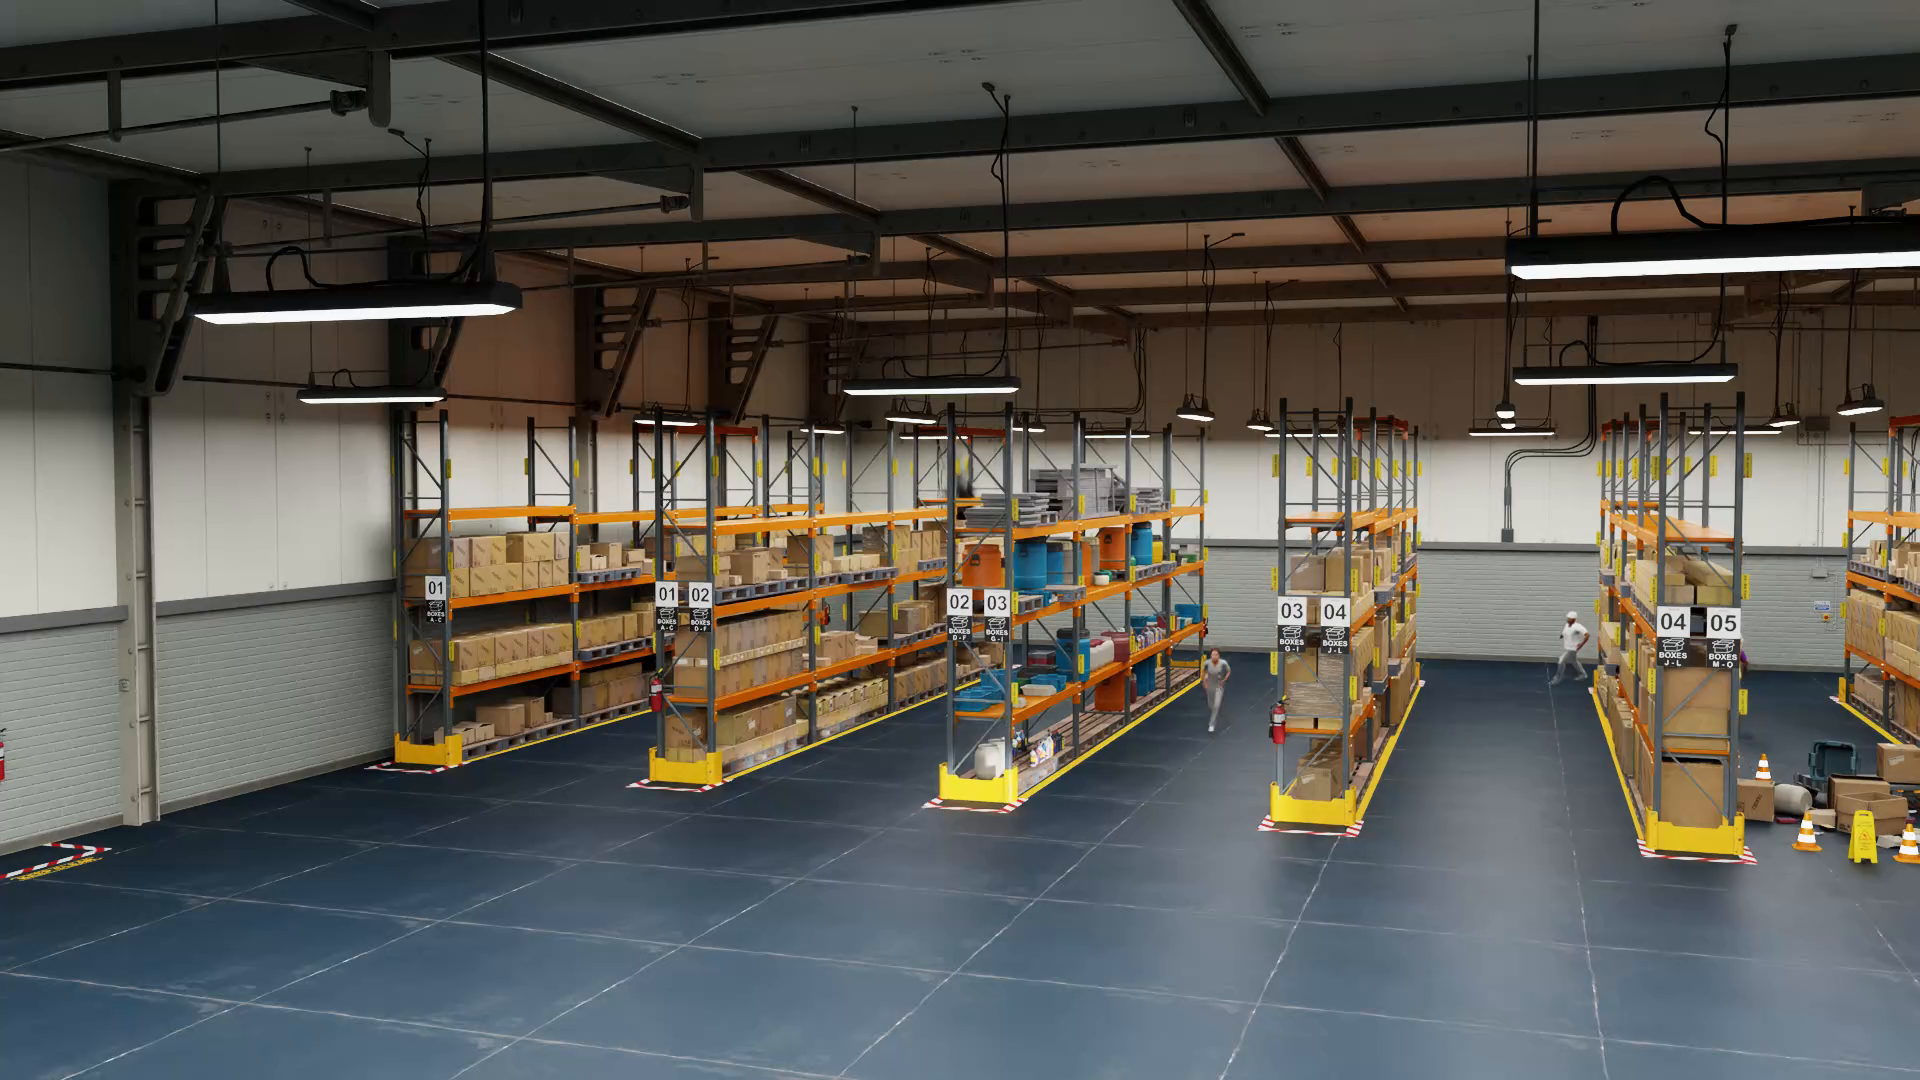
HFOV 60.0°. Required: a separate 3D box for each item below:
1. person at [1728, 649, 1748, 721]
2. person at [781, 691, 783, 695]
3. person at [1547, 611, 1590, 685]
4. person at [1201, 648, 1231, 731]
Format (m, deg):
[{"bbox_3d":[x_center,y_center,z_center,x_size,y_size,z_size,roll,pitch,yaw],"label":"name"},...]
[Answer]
[{"bbox_3d":[15.149,2.760,32.767,0.712,1.743,0.875,1,3,13],"label":"person"},{"bbox_3d":[-3.728,2.666,34.337,0.589,1.720,0.882,0,2,9],"label":"person"},{"bbox_3d":[14.113,2.505,38.364,0.939,1.736,0.786,0,2,-1],"label":"person"},{"bbox_3d":[4.923,2.855,31.975,0.559,1.613,0.783,0,2,10],"label":"person"}]
